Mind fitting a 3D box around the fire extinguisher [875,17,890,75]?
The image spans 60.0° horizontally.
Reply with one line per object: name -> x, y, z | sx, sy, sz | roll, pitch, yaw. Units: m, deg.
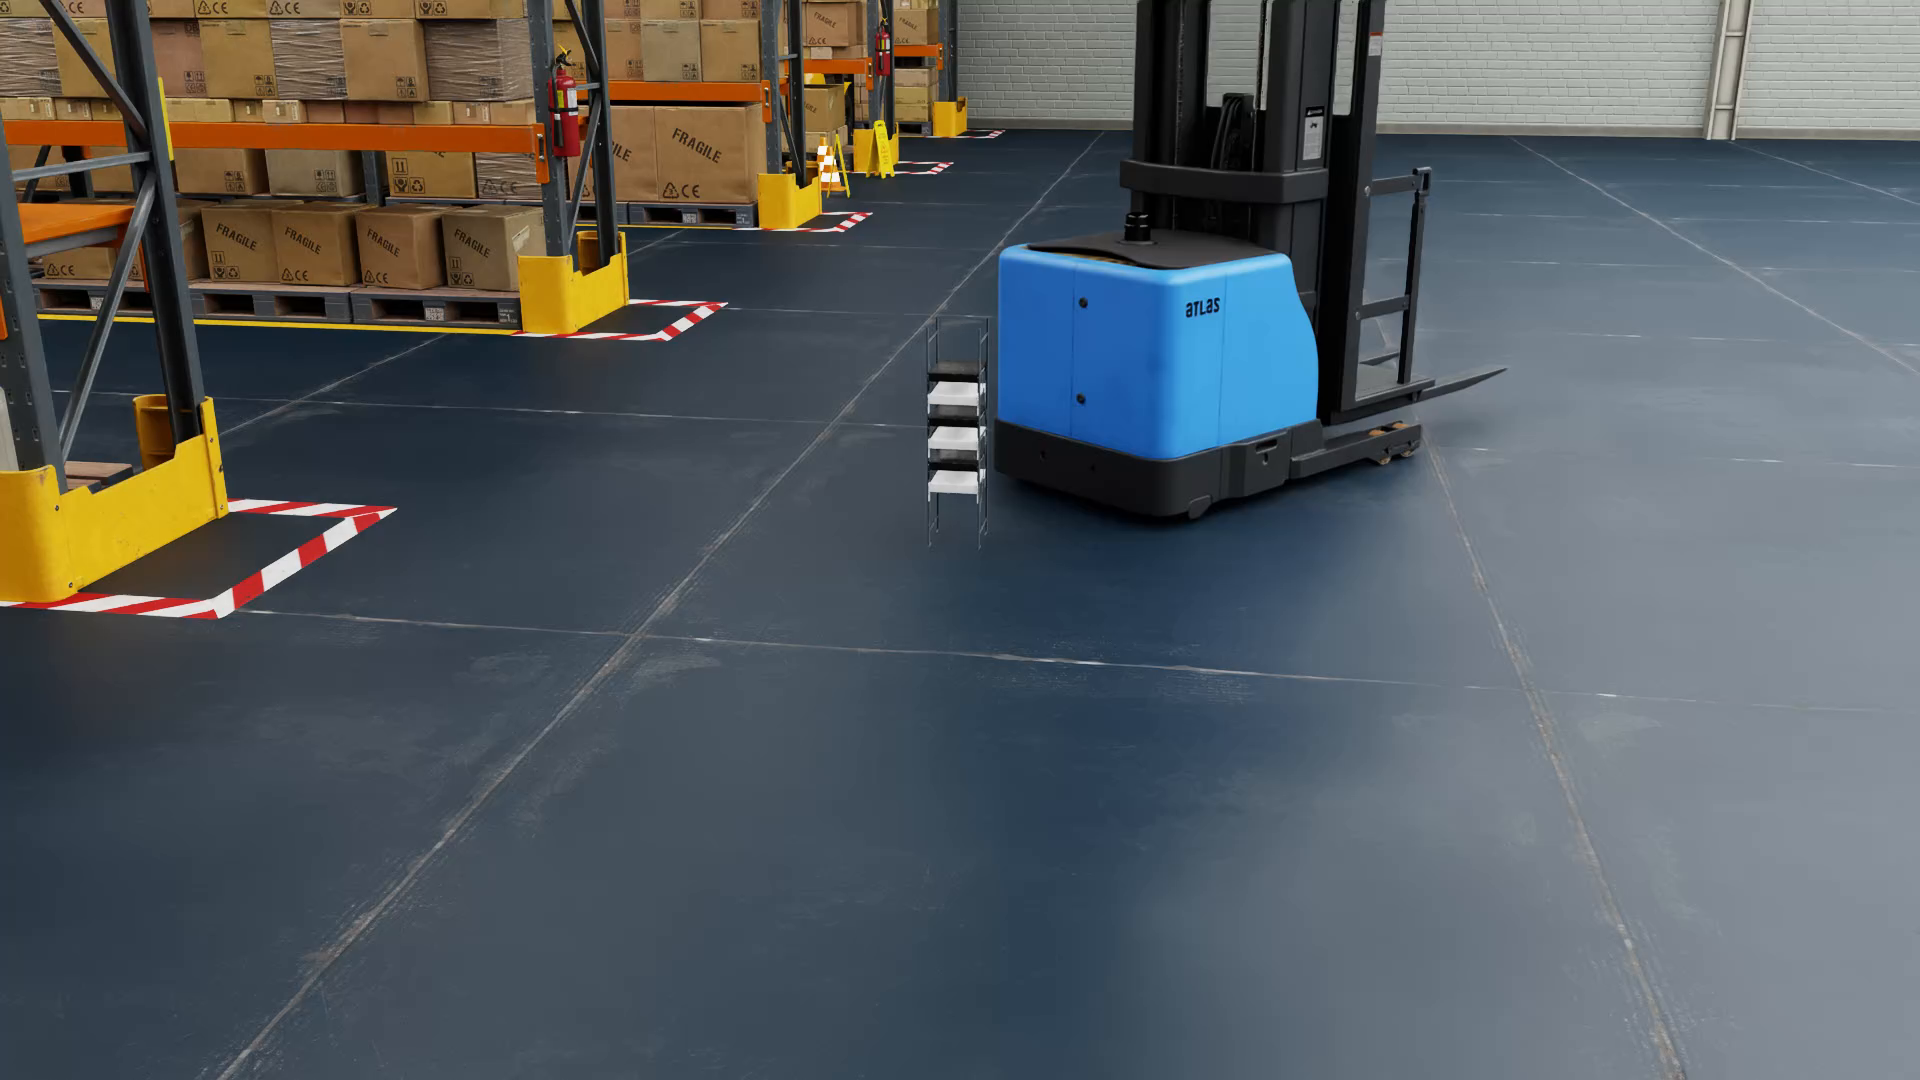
fire extinguisher -> -0.918, -5.859, 19.709 | 0.183, 0.674, 0.296 | 3, 19, 9

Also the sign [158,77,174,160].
sign -> -3.224, -1.693, 6.699 | 0.005, 0.325, 0.100 | 3, 19, 9

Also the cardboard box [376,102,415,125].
cardboard box -> -3.590, -2.798, 10.835 | 0.250, 0.149, 0.380 | 3, 19, 9

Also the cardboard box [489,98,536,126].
cardboard box -> -2.844, -2.772, 10.756 | 0.250, 0.149, 0.380 | 3, 19, 9

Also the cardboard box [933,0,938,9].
cardboard box -> -0.468, -8.054, 24.968 | 0.250, 0.149, 0.380 | 2, 19, 7

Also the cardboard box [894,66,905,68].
cardboard box -> -1.113, -7.078, 25.325 | 0.500, 0.250, 0.500 | 3, 19, 9

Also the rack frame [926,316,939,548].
rack frame -> -0.108, -0.432, 6.677 | 0.006, 0.900, 0.240 | 3, 19, 9

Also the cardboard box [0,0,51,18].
cardboard box -> -6.075, -3.703, 10.940 | 0.500, 0.500, 0.500 | 3, 19, 9

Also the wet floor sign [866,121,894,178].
wet floor sign -> -0.940, -4.585, 19.488 | 0.232, 0.644, 0.267 | 10, 21, 27

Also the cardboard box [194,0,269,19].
cardboard box -> -4.592, -3.631, 10.726 | 0.500, 0.500, 0.500 | 3, 19, 9

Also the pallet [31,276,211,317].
pallet -> -5.810, -1.797, 11.842 | 1.213, 0.211, 1.003 | 3, 19, 9

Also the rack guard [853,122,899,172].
rack guard -> -1.033, -4.864, 20.553 | 0.348, 0.500, 1.175 | 3, 19, 9

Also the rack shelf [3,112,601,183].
rack shelf -> -4.504, -2.701, 11.281 | 4.000, 0.370, 1.077 | 3, 19, 9

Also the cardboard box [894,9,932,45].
cardboard box -> -0.702, -7.591, 24.605 | 0.500, 0.500, 0.500 | 3, 19, 7

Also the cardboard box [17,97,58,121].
cardboard box -> -6.070, -2.902, 11.144 | 0.250, 0.149, 0.380 | 3, 19, 9

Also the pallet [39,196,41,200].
pallet -> -10.313, -3.610, 17.260 | 1.213, 0.211, 1.003 | 3, 19, 9

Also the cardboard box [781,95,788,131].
cardboard box -> -2.306, -5.281, 20.347 | 0.500, 0.500, 0.500 | 4, 19, 11

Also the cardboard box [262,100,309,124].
cardboard box -> -4.341, -2.814, 10.883 | 0.250, 0.149, 0.380 | 3, 19, 9

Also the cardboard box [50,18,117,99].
cardboard box -> -5.556, -3.253, 11.171 | 0.500, 0.500, 0.875 | 3, 19, 9

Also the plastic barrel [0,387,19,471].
plastic barrel -> -3.977, -0.418, 6.584 | 0.421, 0.512, 0.421 | 0, 18, 0

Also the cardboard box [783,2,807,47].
cardboard box -> -2.031, -6.202, 19.985 | 0.500, 0.500, 0.500 | 3, 19, 9

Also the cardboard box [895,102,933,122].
cardboard box -> -0.688, -6.421, 24.938 | 0.500, 0.250, 0.500 | 3, 19, 9

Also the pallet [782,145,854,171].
pallet -> -1.829, -4.779, 20.754 | 1.213, 0.211, 1.003 | 3, 19, 9

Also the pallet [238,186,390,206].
pallet -> -6.366, -3.384, 16.585 | 1.213, 0.211, 1.003 | 3, 19, 9

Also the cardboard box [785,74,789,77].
cardboard box -> -2.163, -5.560, 20.161 | 0.250, 0.149, 0.380 | 3, 19, 10

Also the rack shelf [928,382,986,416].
rack shelf -> -0.008, -0.566, 6.615 | 0.200, 0.077, 0.258 | 3, 19, 9

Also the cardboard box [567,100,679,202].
cardboard box -> -3.192, -3.739, 15.936 | 0.875, 0.875, 0.875 | 3, 19, 8

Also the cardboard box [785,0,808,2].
cardboard box -> -1.995, -6.694, 19.879 | 0.500, 0.500, 0.700 | 3, 19, 9

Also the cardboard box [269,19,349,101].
cardboard box -> -4.068, -3.192, 10.990 | 0.500, 0.500, 0.875 | 3, 19, 9

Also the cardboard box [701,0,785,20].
cardboard box -> -2.003, -5.104, 15.392 | 0.550, 0.550, 0.875 | 3, 19, 9

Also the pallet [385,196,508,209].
pallet -> -4.854, -3.306, 16.351 | 1.213, 0.211, 1.003 | 3, 19, 9

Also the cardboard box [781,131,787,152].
cardboard box -> -2.309, -4.926, 20.470 | 0.500, 0.250, 0.500 | 3, 19, 9

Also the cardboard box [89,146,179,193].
cardboard box -> -8.091, -3.923, 16.684 | 0.750, 0.750, 1.050 | 3, 19, 9

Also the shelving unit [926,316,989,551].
shelving unit -> -0.008, -0.427, 6.662 | 0.210, 0.900, 0.258 | 3, 19, 9

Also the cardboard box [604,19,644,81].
cardboard box -> -3.096, -4.654, 15.749 | 0.550, 0.550, 0.875 | 3, 19, 9

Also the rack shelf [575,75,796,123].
rack shelf -> -3.618, -4.250, 15.910 | 4.000, 0.370, 1.077 | 3, 19, 9

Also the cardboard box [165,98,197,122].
cardboard box -> -5.076, -2.863, 11.029 | 0.250, 0.149, 0.380 | 3, 19, 9

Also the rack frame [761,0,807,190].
rack frame -> -1.643, -4.490, 15.495 | 0.127, 3.000, 1.000 | 3, 19, 9

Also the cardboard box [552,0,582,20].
cardboard box -> -3.636, -5.159, 15.558 | 0.500, 0.550, 0.875 | 3, 19, 9

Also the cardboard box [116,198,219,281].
cardboard box -> -5.524, -2.097, 11.621 | 0.500, 0.500, 0.500 | 9, 21, 26

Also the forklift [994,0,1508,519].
forklift -> 1.578, -1.852, 7.719 | 3.031, 2.935, 1.130 | -16, 24, -40

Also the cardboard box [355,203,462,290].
cardboard box -> -3.739, -2.011, 11.364 | 0.500, 0.500, 0.500 | 8, 20, 23

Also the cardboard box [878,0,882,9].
cardboard box -> -1.064, -7.922, 24.571 | 0.250, 0.149, 0.380 | 3, 19, 10

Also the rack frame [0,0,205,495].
rack frame -> -3.315, -1.389, 6.229 | 0.127, 3.000, 1.000 | 3, 19, 9

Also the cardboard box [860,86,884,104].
cardboard box -> -1.198, -6.689, 24.950 | 0.500, 0.250, 0.500 | 3, 19, 8

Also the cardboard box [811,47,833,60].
cardboard box -> -1.629, -5.857, 19.975 | 0.250, 0.149, 0.380 | 3, 19, 8

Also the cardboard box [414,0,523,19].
cardboard box -> -3.112, -3.554, 10.496 | 0.500, 0.500, 0.500 | 3, 19, 9

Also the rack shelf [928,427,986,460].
rack shelf -> -0.008, -0.396, 6.672 | 0.200, 0.077, 0.258 | 3, 19, 9

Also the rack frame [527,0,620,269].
rack frame -> -2.530, -2.941, 10.866 | 0.127, 3.000, 1.000 | 3, 19, 9

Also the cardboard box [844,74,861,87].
cardboard box -> -1.683, -6.942, 24.919 | 0.500, 0.250, 0.500 | 3, 19, 9
